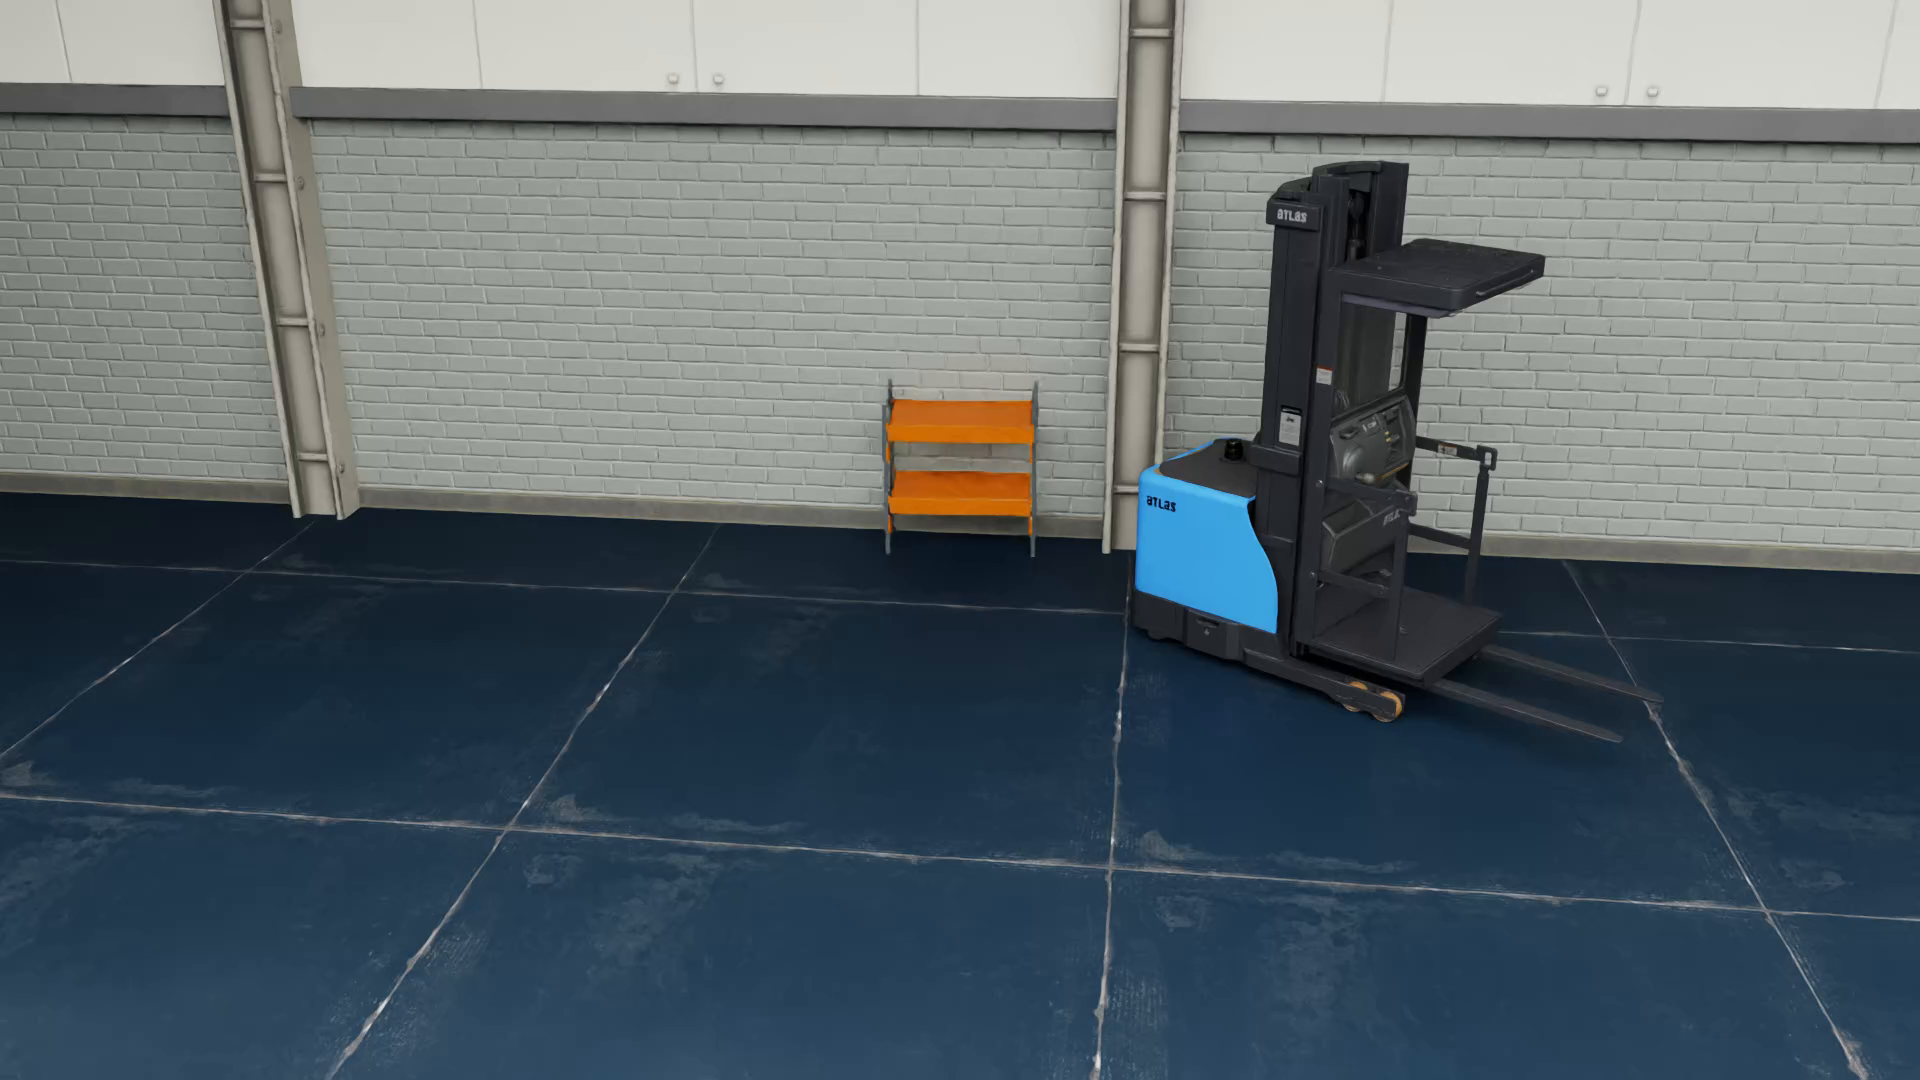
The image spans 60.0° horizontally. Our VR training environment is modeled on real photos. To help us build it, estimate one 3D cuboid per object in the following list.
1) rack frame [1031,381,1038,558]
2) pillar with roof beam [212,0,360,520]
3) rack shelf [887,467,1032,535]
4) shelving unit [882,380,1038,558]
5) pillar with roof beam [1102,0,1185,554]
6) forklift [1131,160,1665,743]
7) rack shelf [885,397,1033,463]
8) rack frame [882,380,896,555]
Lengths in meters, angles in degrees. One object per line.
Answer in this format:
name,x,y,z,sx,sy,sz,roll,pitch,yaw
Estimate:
rack frame,0.518,-0.493,11.616,0.032,1.125,0.500,1,25,3
pillar with roof beam,-5.251,-2.828,6.852,0.400,9.000,9.100,2,22,6
rack shelf,0.012,-0.279,11.744,1.000,0.278,0.538,1,25,3
shelving unit,0.010,-0.500,11.641,1.048,1.125,0.538,1,25,3
pillar with roof beam,0.707,-2.568,6.196,0.400,9.000,9.100,2,22,6
forklift,2.515,-0.558,9.365,3.031,2.935,1.130,18,28,38
rack shelf,0.009,-0.766,11.517,1.000,0.278,0.538,1,25,3
rack frame,-0.497,-0.508,11.665,0.032,1.125,0.500,1,25,3
